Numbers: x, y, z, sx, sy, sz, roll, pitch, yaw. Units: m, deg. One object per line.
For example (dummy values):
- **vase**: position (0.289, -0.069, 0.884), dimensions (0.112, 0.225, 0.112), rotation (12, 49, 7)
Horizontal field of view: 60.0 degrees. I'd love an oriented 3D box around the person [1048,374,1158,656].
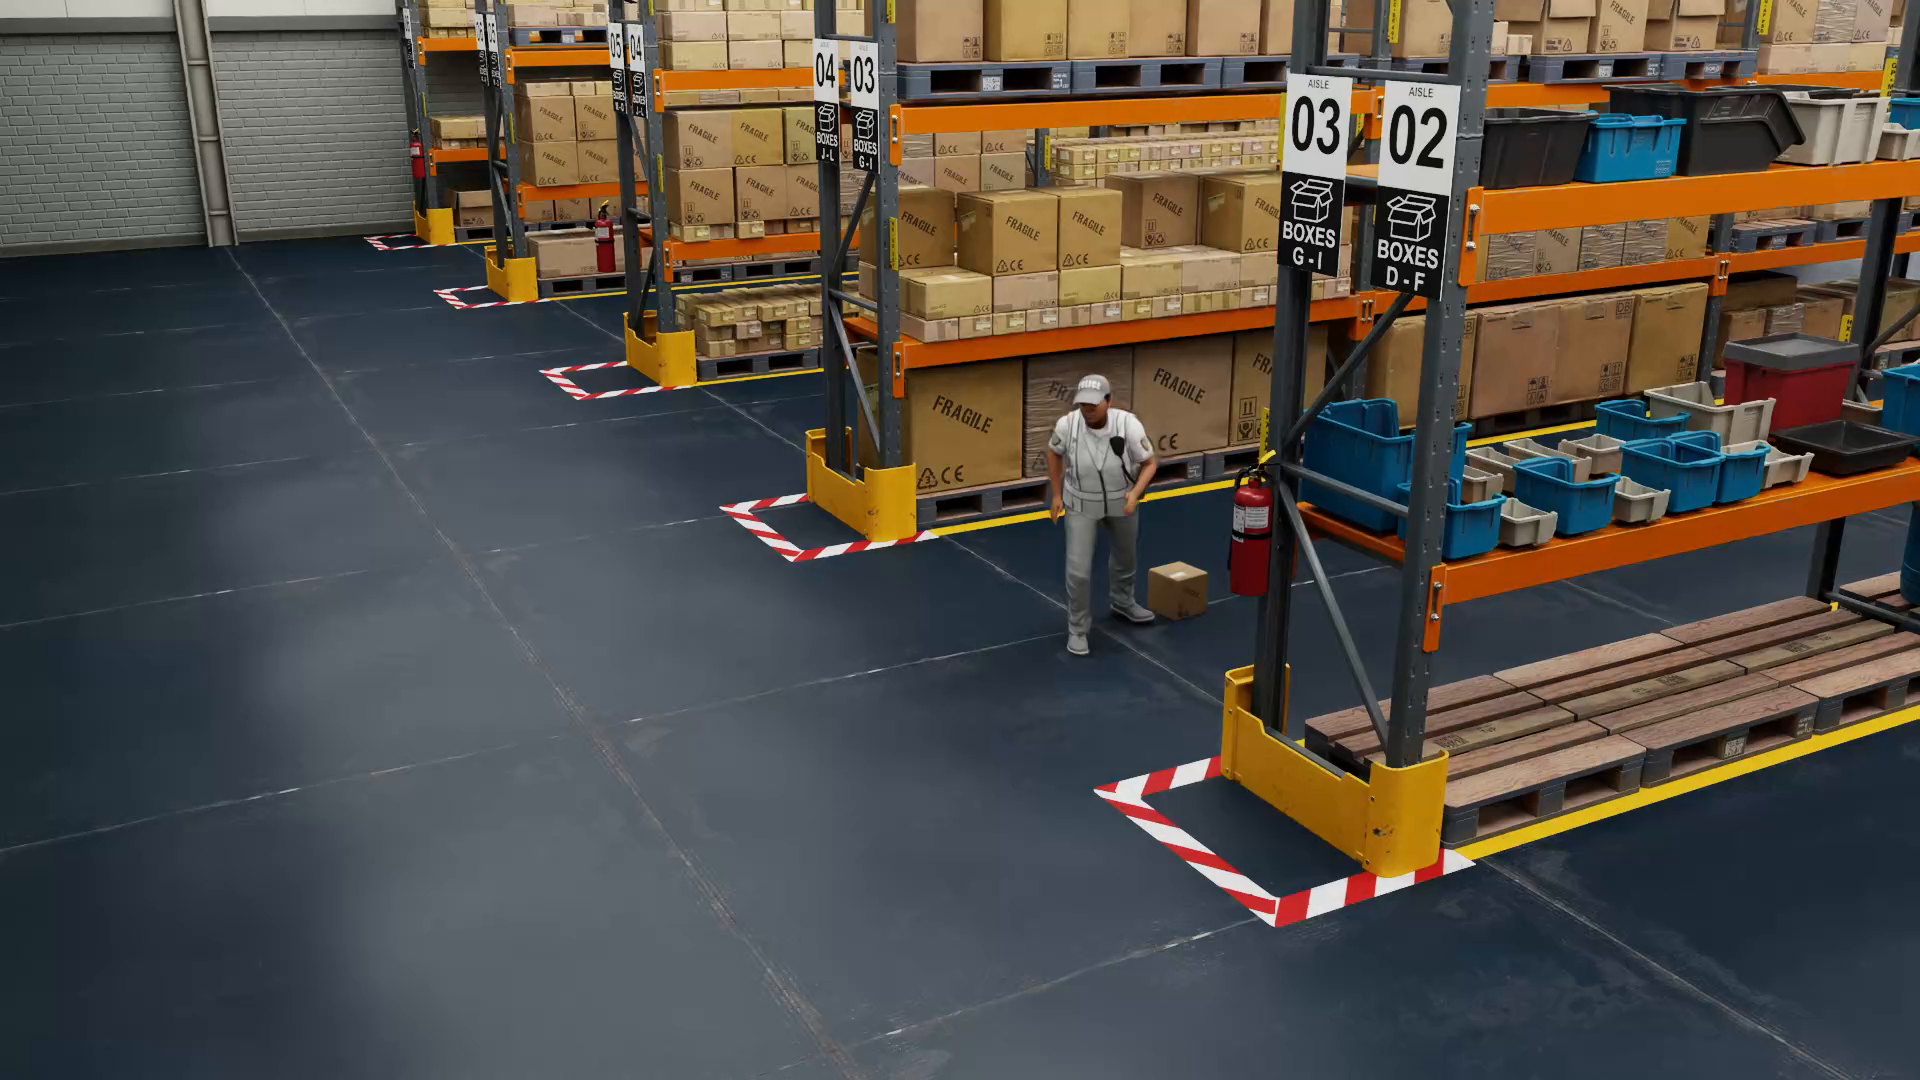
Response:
- **person**: position (0.819, -0.176, 9.196), dimensions (0.658, 1.596, 0.832), rotation (-1, 19, -4)
